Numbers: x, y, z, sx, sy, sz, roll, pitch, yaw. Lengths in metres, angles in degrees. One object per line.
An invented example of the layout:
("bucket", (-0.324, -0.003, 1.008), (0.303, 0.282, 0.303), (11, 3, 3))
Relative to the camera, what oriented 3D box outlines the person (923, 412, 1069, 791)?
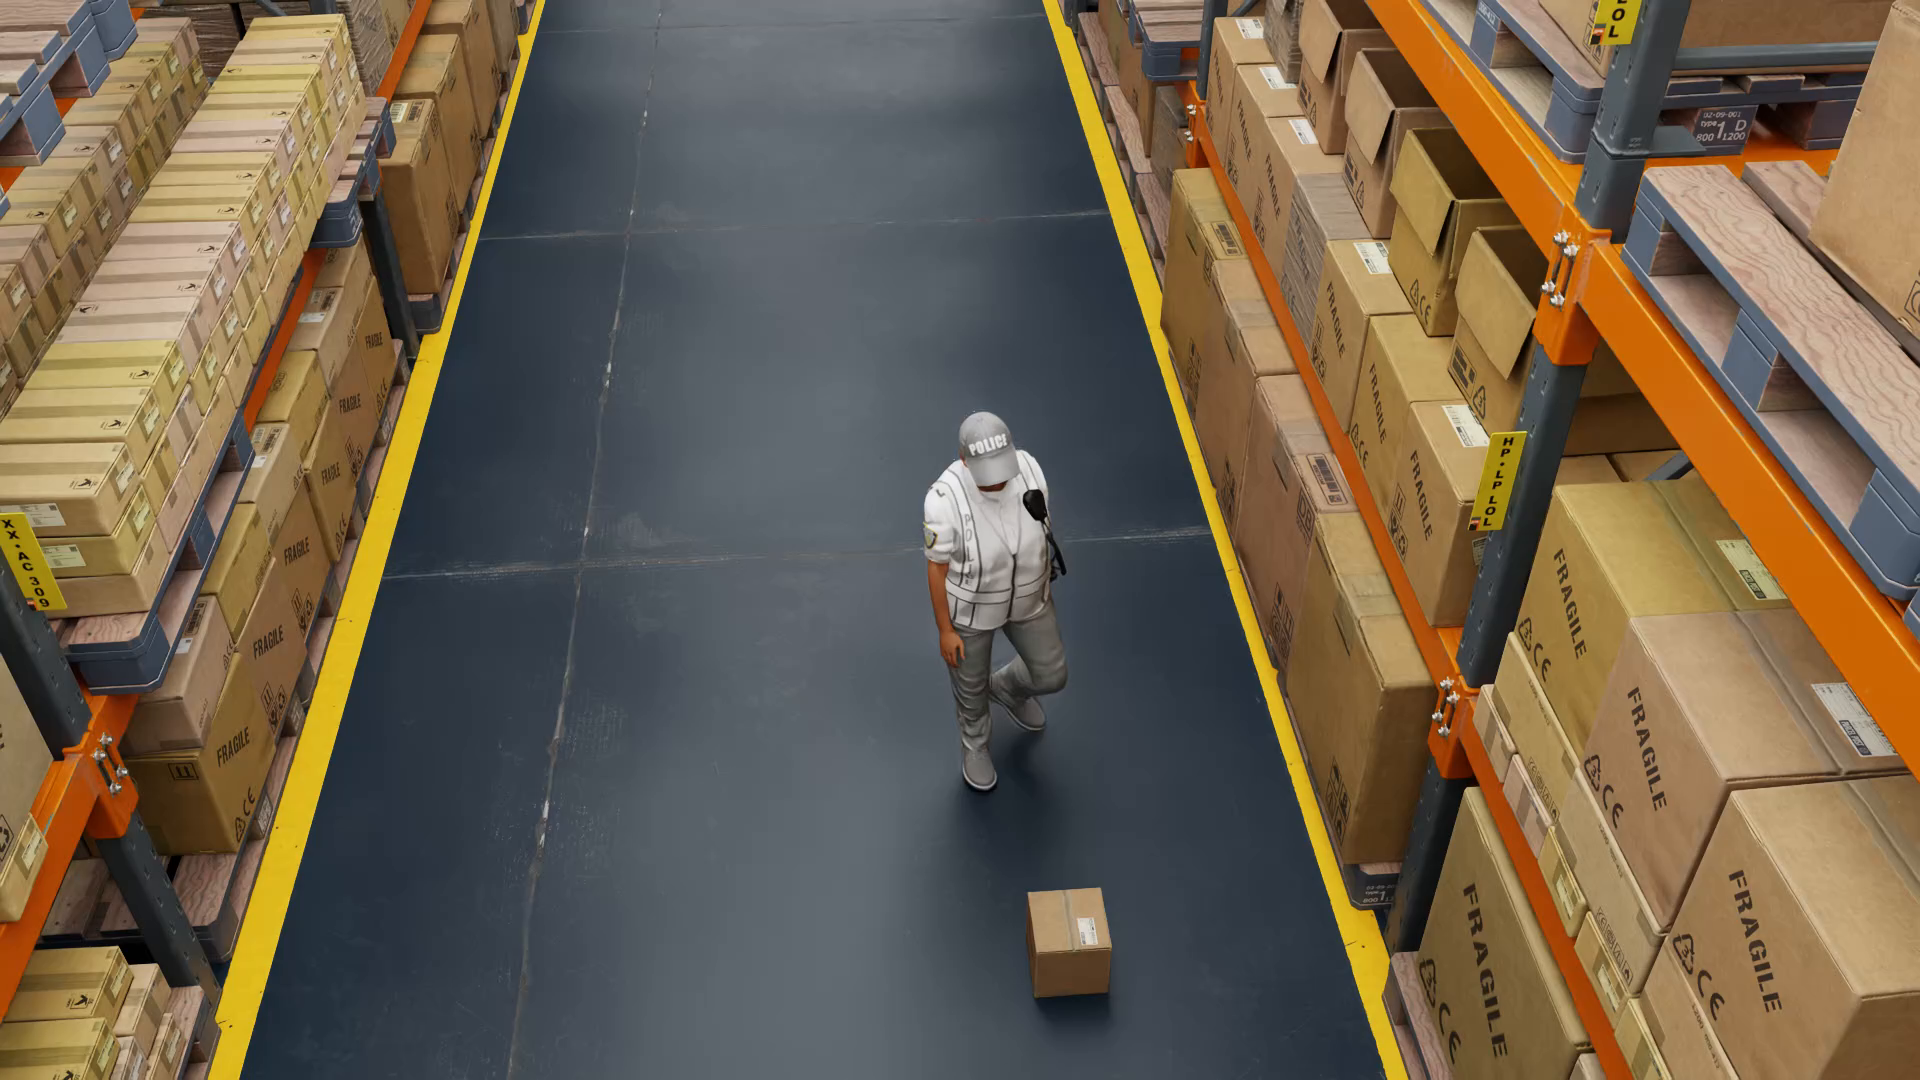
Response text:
("person", (0.121, 0.198, 5.882), (0.535, 1.654, 0.482), (-14, 41, -16))
